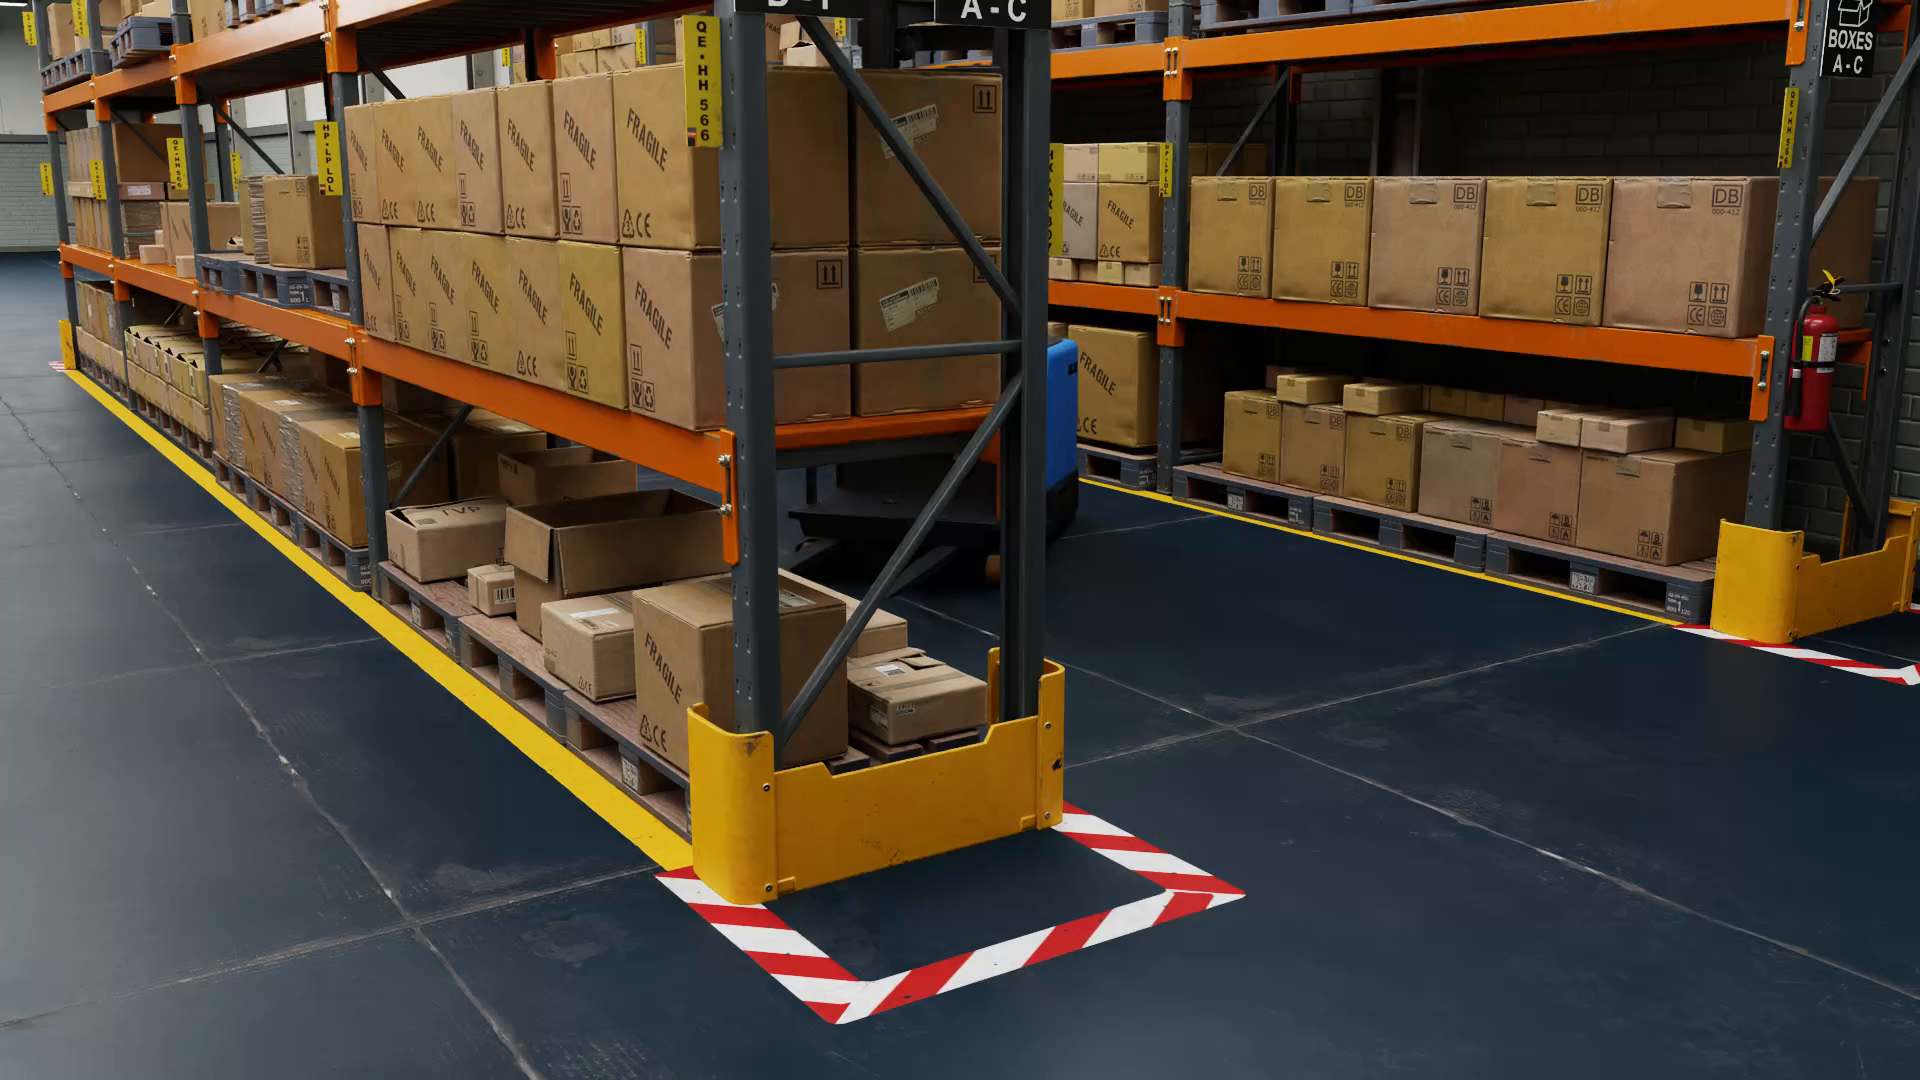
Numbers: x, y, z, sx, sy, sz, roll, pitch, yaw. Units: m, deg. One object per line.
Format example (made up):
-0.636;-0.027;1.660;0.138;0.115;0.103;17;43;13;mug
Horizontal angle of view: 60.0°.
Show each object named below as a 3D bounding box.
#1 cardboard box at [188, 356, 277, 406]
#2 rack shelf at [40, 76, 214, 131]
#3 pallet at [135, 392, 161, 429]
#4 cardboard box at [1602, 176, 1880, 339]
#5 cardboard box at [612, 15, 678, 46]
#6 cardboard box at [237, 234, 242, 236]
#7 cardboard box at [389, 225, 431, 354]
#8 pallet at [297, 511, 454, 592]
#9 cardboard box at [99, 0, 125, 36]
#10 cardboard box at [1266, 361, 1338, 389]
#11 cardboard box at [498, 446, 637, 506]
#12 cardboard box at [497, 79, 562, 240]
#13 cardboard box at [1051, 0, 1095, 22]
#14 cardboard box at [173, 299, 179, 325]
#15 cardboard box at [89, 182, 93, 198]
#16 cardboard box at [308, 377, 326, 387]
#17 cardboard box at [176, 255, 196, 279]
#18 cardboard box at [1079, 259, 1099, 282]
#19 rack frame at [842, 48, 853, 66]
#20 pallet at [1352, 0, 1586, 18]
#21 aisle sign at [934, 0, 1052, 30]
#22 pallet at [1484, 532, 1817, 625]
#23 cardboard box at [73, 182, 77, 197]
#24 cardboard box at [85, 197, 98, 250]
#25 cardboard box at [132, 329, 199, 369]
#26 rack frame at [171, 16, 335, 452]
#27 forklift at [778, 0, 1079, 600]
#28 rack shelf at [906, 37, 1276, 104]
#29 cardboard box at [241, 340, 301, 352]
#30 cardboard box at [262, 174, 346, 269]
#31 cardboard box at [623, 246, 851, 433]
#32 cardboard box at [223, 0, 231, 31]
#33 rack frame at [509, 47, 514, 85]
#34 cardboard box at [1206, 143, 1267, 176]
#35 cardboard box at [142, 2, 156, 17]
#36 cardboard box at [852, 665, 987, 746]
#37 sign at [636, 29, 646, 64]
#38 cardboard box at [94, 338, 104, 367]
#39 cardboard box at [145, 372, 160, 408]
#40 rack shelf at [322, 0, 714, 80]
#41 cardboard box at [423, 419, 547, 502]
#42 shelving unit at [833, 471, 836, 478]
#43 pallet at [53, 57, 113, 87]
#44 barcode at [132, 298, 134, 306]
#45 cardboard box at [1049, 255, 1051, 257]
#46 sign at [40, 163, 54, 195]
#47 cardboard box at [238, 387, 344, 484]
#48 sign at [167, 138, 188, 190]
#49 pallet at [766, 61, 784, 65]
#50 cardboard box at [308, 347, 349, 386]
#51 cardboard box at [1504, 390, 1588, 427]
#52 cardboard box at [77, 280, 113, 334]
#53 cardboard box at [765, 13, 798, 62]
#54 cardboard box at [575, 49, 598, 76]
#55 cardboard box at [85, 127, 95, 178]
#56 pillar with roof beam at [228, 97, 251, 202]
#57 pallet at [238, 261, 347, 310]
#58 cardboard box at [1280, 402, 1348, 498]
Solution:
-5.115;-1.142;11.705;0.500;0.311;0.500;-8;14;-31;cardboard box
-7.944;-4.124;15.859;1.077;0.370;4.000;-8;15;-33;rack shelf
-6.395;-1.165;14.196;1.003;0.211;1.213;-8;15;-33;pallet
3.643;-1.343;7.779;0.980;0.700;0.700;-7;14;-30;cardboard box
-3.218;-5.310;16.981;0.500;0.500;0.500;-10;16;-38;cardboard box
-4.954;-2.081;12.065;0.500;0.311;0.500;-8;15;-33;cardboard box
-2.062;-1.066;6.983;0.500;0.500;0.500;-8;15;-32;cardboard box
-2.886;-0.009;8.909;1.003;0.211;1.213;-8;15;-33;pallet
-7.644;-4.751;15.493;0.797;0.503;0.637;-6;14;-27;cardboard box
2.132;-1.023;10.369;0.380;0.149;0.250;-8;15;-33;cardboard box
-1.852;-0.157;7.881;0.500;0.500;0.500;-8;15;-33;cardboard box
-1.235;-1.285;5.642;0.500;0.500;0.500;-8;14;-31;cardboard box
0.960;-3.808;11.469;0.700;0.500;0.500;-8;15;-34;cardboard box
-7.116;-2.090;15.594;0.500;0.500;0.500;-8;15;-33;cardboard box
-8.017;-3.316;15.750;0.380;0.149;0.250;-8;14;-31;cardboard box
-3.906;-0.798;10.810;0.500;0.500;0.500;-7;14;-31;cardboard box
-5.348;-1.947;11.832;0.380;0.149;0.250;-8;15;-33;cardboard box
1.030;-1.825;11.228;0.380;0.149;0.250;-8;14;-31;cardboard box
-0.498;-2.530;13.908;1.000;3.000;0.127;-8;15;-33;rack frame
2.835;-2.877;8.681;1.003;0.211;1.213;-8;15;-33;pallet
0.095;-1.812;4.543;0.394;0.787;0.004;-8;15;-33;aisle sign
3.426;0.123;8.307;1.003;0.211;1.213;-8;15;-33;pallet
-8.729;-3.545;16.797;0.380;0.149;0.250;-8;15;-33;cardboard box
-8.239;-3.148;16.501;0.700;0.500;0.500;-8;15;-32;cardboard box
-6.542;-1.597;13.785;0.500;0.311;0.500;-8;15;-33;cardboard box
-4.620;-1.943;11.223;1.000;3.000;0.127;-8;15;-33;rack frame
-0.211;-1.292;8.407;1.130;2.935;3.031;4;13;17;forklift
0.610;-3.288;12.038;1.077;0.370;4.000;-8;15;-33;rack shelf
-5.244;-1.390;12.836;0.500;0.311;0.500;-9;15;-34;cardboard box
-3.434;-1.792;9.318;0.500;0.500;0.700;11;16;41;cardboard box
-0.662;-0.616;4.924;0.500;0.500;0.500;-8;14;-31;cardboard box
-3.779;-3.200;9.718;0.910;0.500;0.500;-8;15;-33;cardboard box
-4.930;-6.883;19.773;1.000;3.000;0.127;-8;15;-33;rack frame
1.680;-2.501;11.045;0.500;0.250;0.500;-8;14;-31;cardboard box
-5.828;-3.904;12.539;0.500;0.250;0.500;-10;16;-38;cardboard box
-0.133;0.543;5.501;0.380;0.149;0.250;-8;15;-33;cardboard box
-3.162;-4.893;16.485;0.100;0.325;0.005;-8;15;-33;sign
-8.111;-1.839;16.201;0.500;0.250;0.500;-8;15;-33;cardboard box
-6.247;-1.232;13.427;0.500;0.250;0.500;-9;15;-34;cardboard box
-1.296;-1.989;6.100;1.077;0.370;4.000;-8;15;-33;rack shelf
-2.469;-0.340;8.716;0.500;0.500;0.500;-9;15;-35;cardboard box
-0.669;-0.437;10.907;0.258;0.189;1.200;-2;12;-8;shelving unit
-8.002;-4.441;15.836;1.003;0.211;1.213;-8;15;-33;pallet
-7.041;-2.022;14.161;0.001;0.075;0.075;-8;15;-33;barcode
0.690;-2.254;11.672;0.500;0.500;0.500;-8;15;-33;cardboard box
-9.518;-3.762;17.333;0.100;0.325;0.005;-8;15;-33;sign
-4.037;-0.639;10.085;0.500;0.500;0.500;-8;15;-34;cardboard box
-5.080;-2.442;10.797;0.100;0.325;0.005;-8;15;-33;sign
-1.884;-4.308;15.459;1.213;0.211;1.003;-8;15;-33;pallet
-3.872;-1.155;10.686;0.500;0.250;0.500;-7;14;-31;cardboard box
3.138;-0.701;8.898;0.380;0.149;0.250;-8;15;-32;cardboard box
-8.662;-2.383;16.936;0.500;0.500;0.500;-8;15;-33;cardboard box
-1.795;-4.634;15.294;0.500;0.500;0.500;-9;15;-35;cardboard box
-3.808;-5.011;17.953;0.500;0.500;0.500;-9;15;-35;cardboard box
-7.921;-3.683;15.909;0.700;0.500;0.500;-8;15;-33;cardboard box
-20.704;-10.620;36.860;9.100;9.000;0.548;-8;15;-33;pillar with roof beam
-3.539;-1.503;9.665;1.003;0.211;1.213;-8;15;-33;pallet
2.323;-0.567;9.803;0.700;0.500;0.500;-8;15;-33;cardboard box
